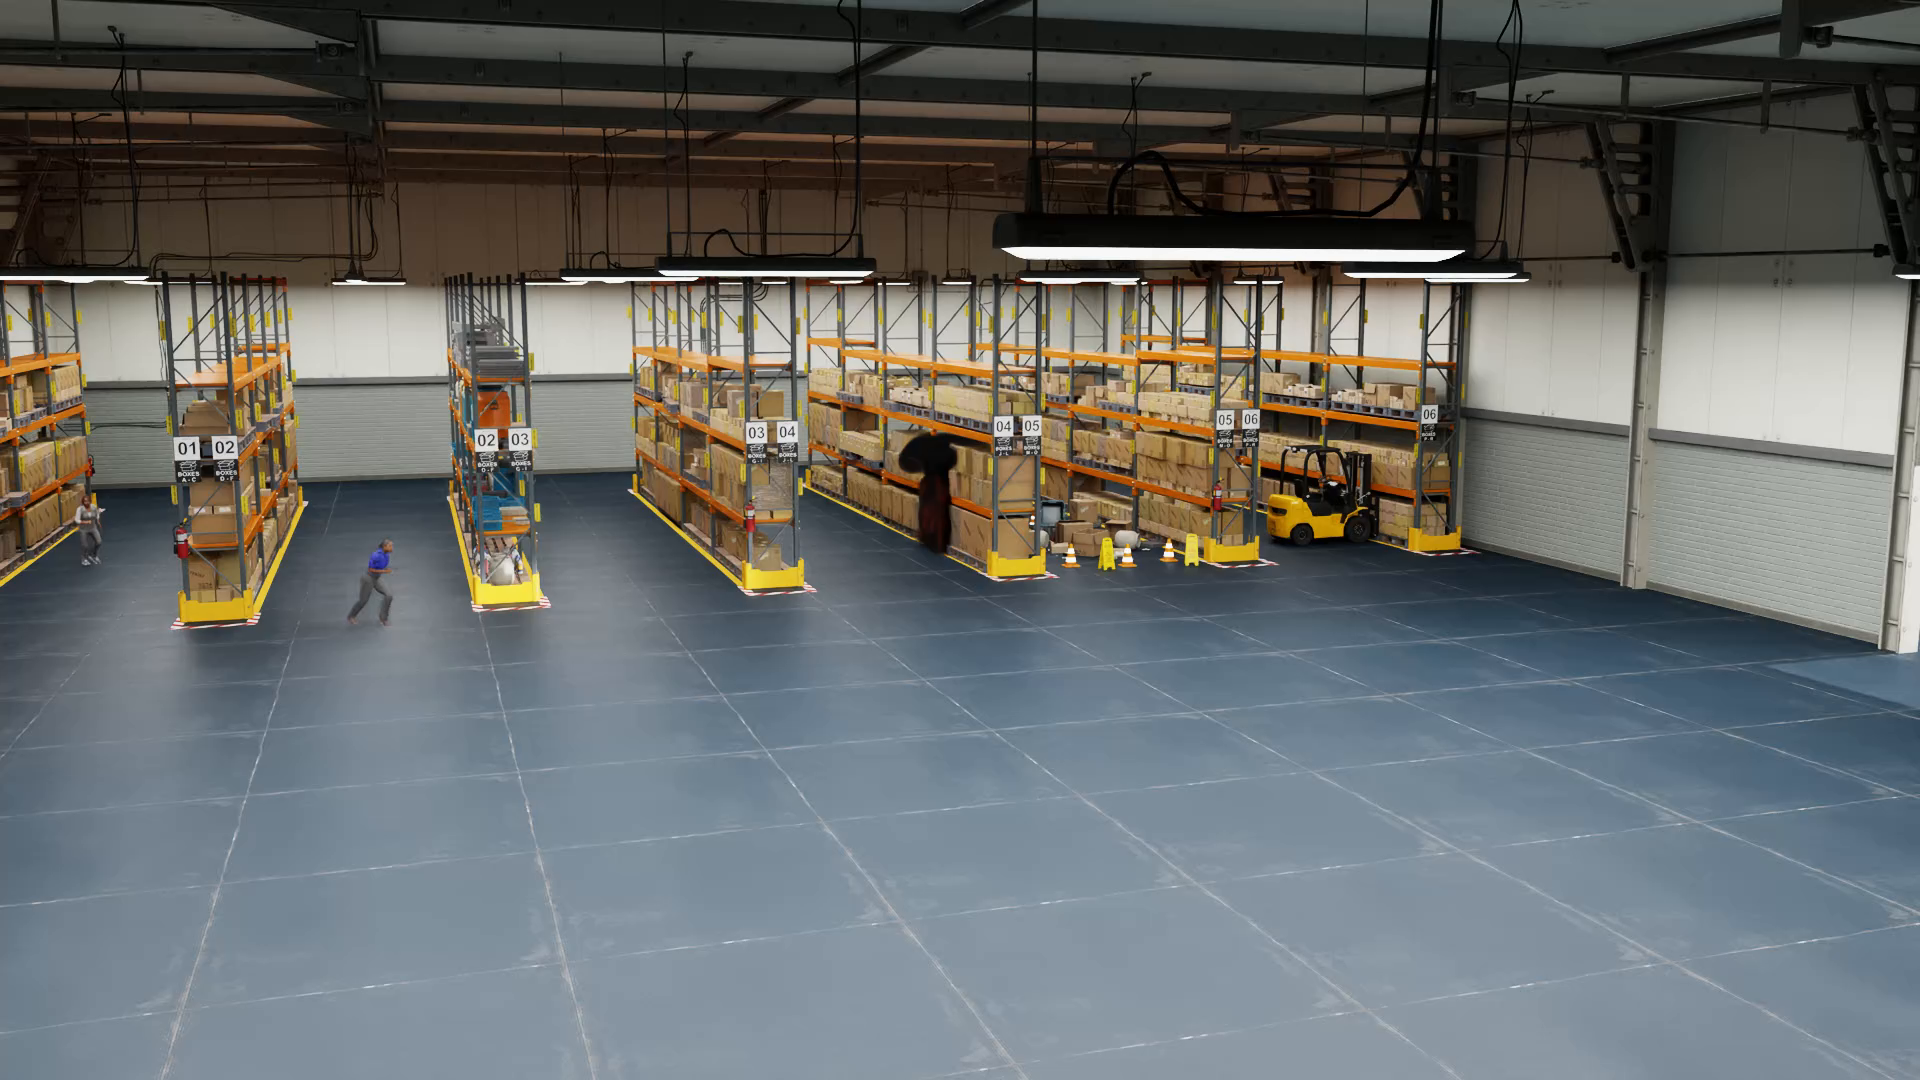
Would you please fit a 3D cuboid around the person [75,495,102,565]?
[{"bbox_3d":[-17.992,-0.202,34.348,0.547,1.495,0.863,-8,12,-43],"label":"person"}]

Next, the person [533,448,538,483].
[{"bbox_3d":[-12.942,-2.443,49.119,1.021,1.511,0.591,3,9,21],"label":"person"}]

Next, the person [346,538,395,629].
[{"bbox_3d":[-9.993,0.744,28.230,0.964,1.602,0.617,2,9,12],"label":"person"}]
